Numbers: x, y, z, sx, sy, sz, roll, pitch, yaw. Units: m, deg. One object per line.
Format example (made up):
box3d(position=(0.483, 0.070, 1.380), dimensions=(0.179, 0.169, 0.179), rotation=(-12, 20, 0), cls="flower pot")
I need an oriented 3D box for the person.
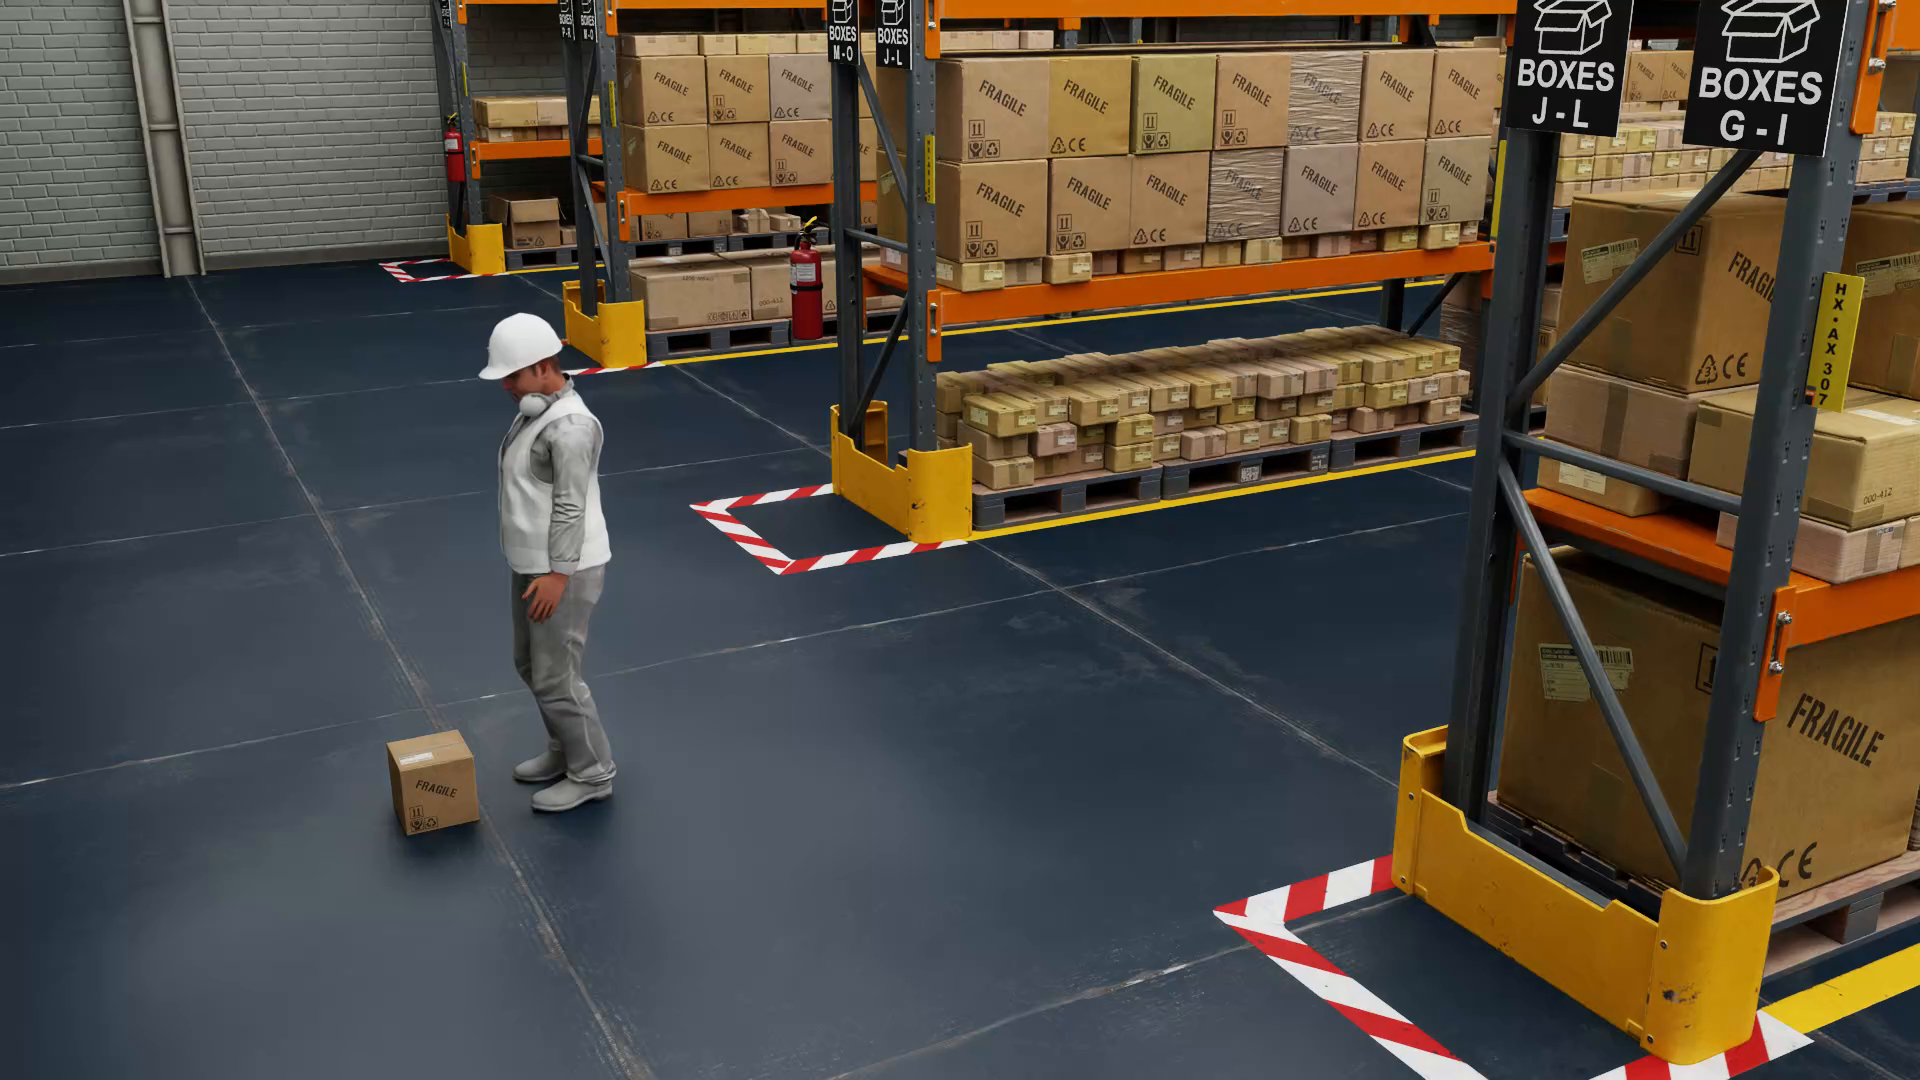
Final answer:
box3d(position=(-1.424, 0.080, 5.810), dimensions=(0.378, 1.760, 0.537), rotation=(-9, 20, -26), cls="person")
